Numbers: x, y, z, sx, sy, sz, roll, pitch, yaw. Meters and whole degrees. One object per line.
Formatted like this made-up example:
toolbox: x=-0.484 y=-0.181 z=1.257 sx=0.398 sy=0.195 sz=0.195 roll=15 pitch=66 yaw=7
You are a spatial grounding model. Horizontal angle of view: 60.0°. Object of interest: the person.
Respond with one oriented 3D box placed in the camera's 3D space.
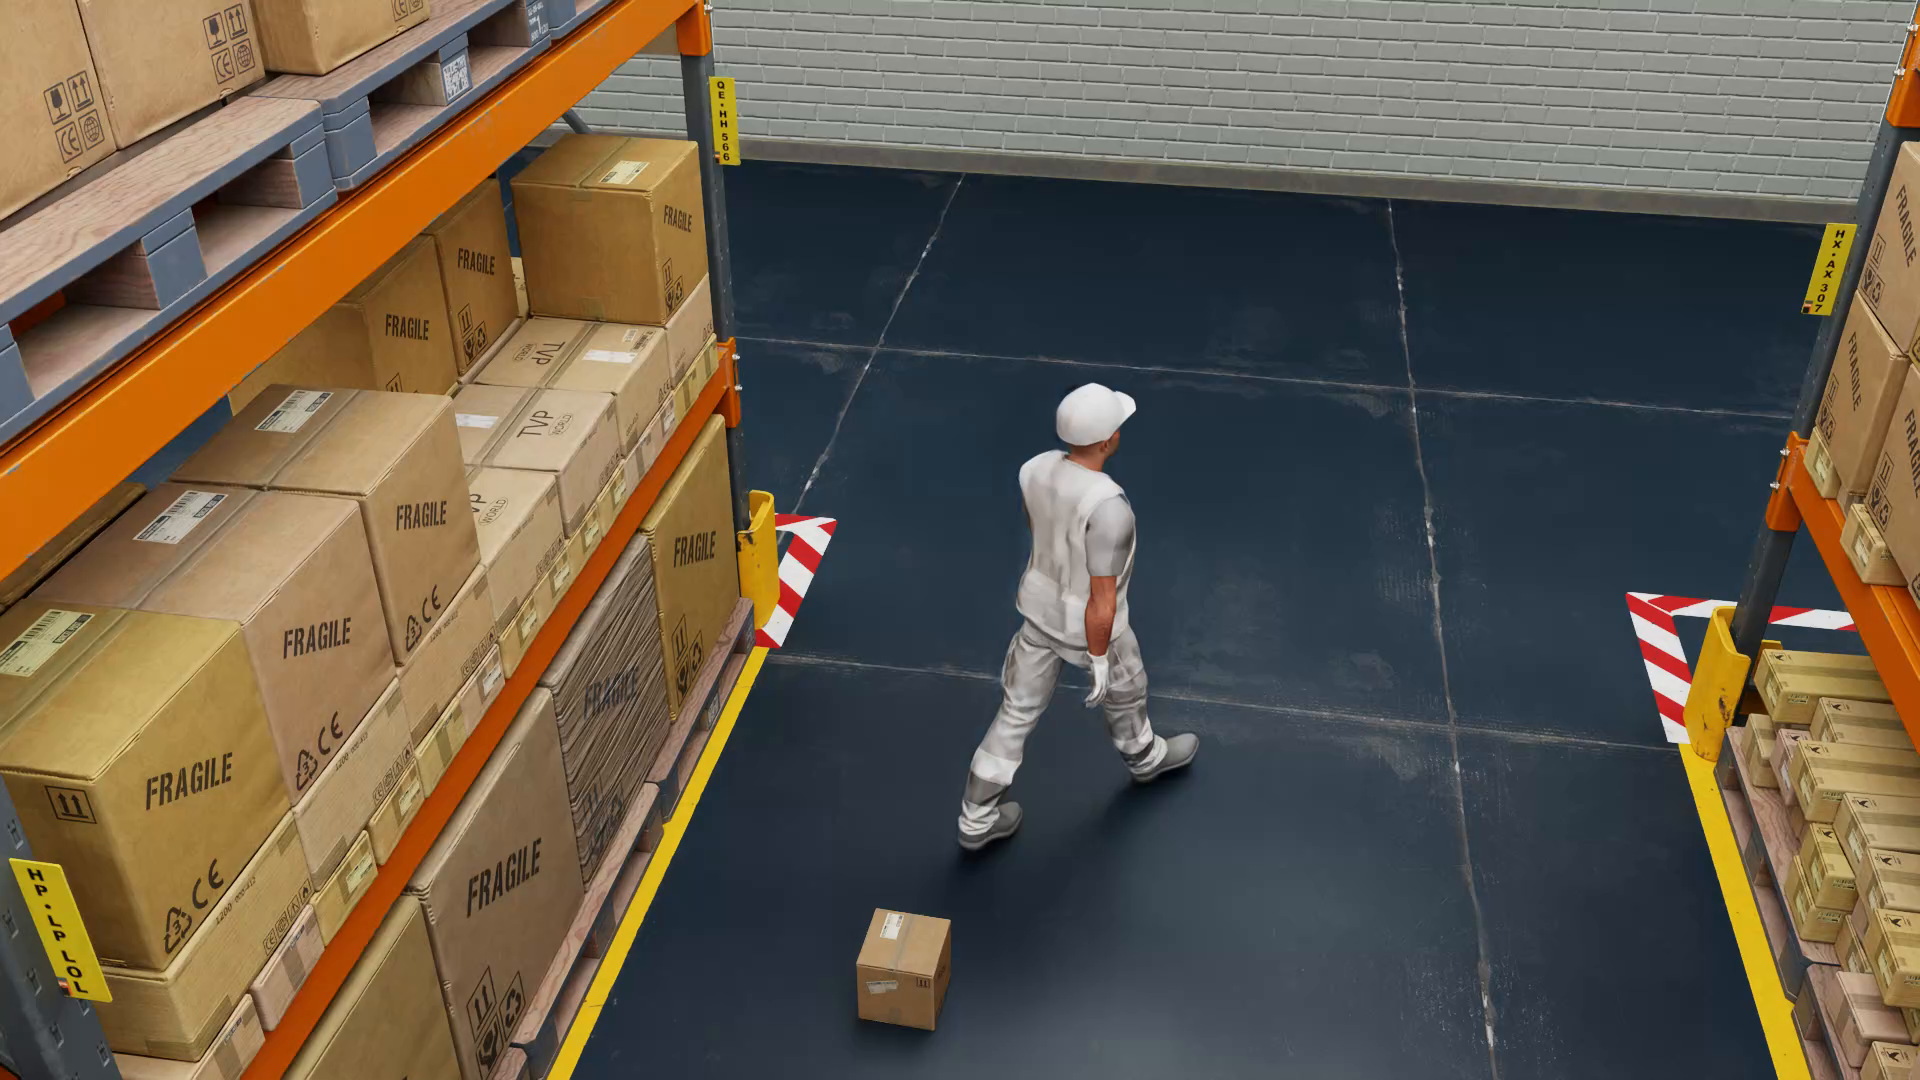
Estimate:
person: x=0.433 y=0.241 z=5.740 sx=1.066 sy=1.741 sz=0.567 roll=-26 pitch=40 yaw=-35
